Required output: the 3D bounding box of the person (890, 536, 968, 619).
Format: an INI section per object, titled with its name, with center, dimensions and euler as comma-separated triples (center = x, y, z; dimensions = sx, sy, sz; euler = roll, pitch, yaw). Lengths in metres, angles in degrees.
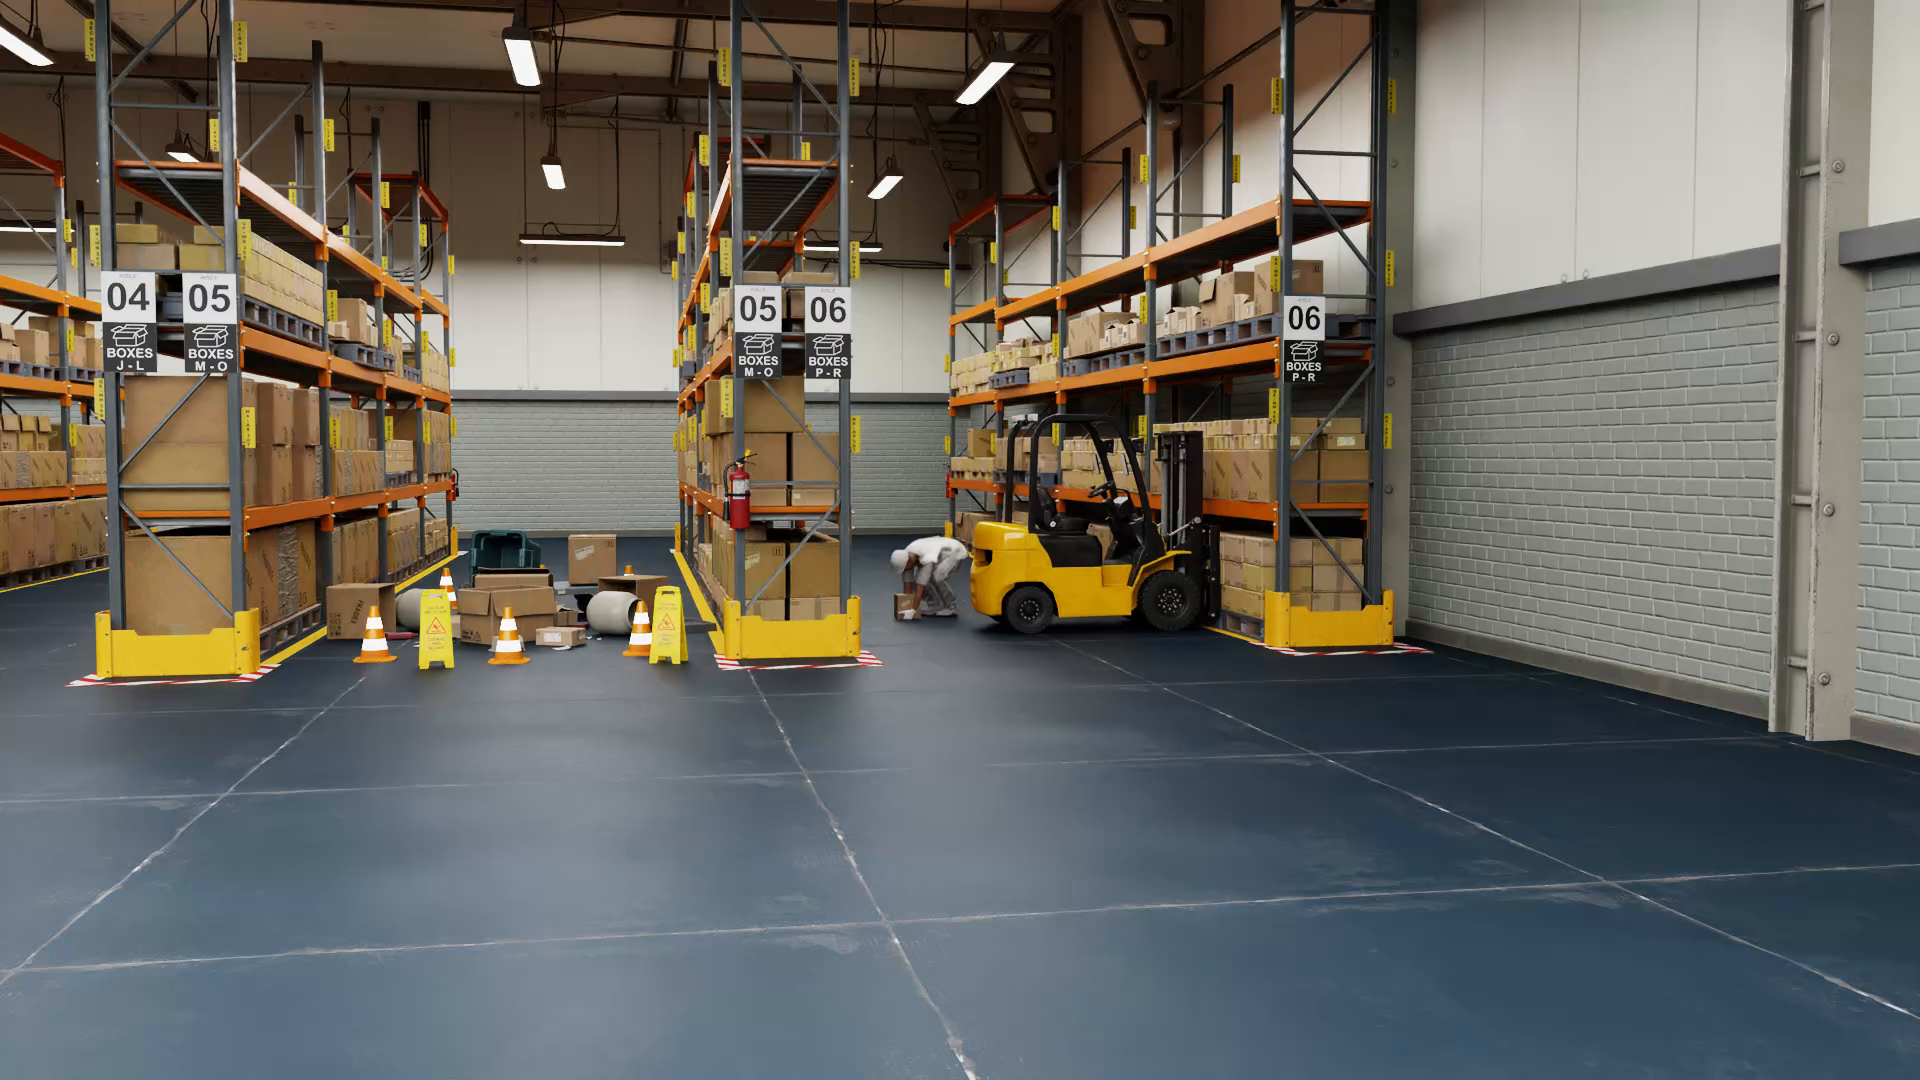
[person]
center = -0.355, 0.408, 18.037
dimensions = 0.992, 0.885, 0.528
euler = -3, 4, -43
